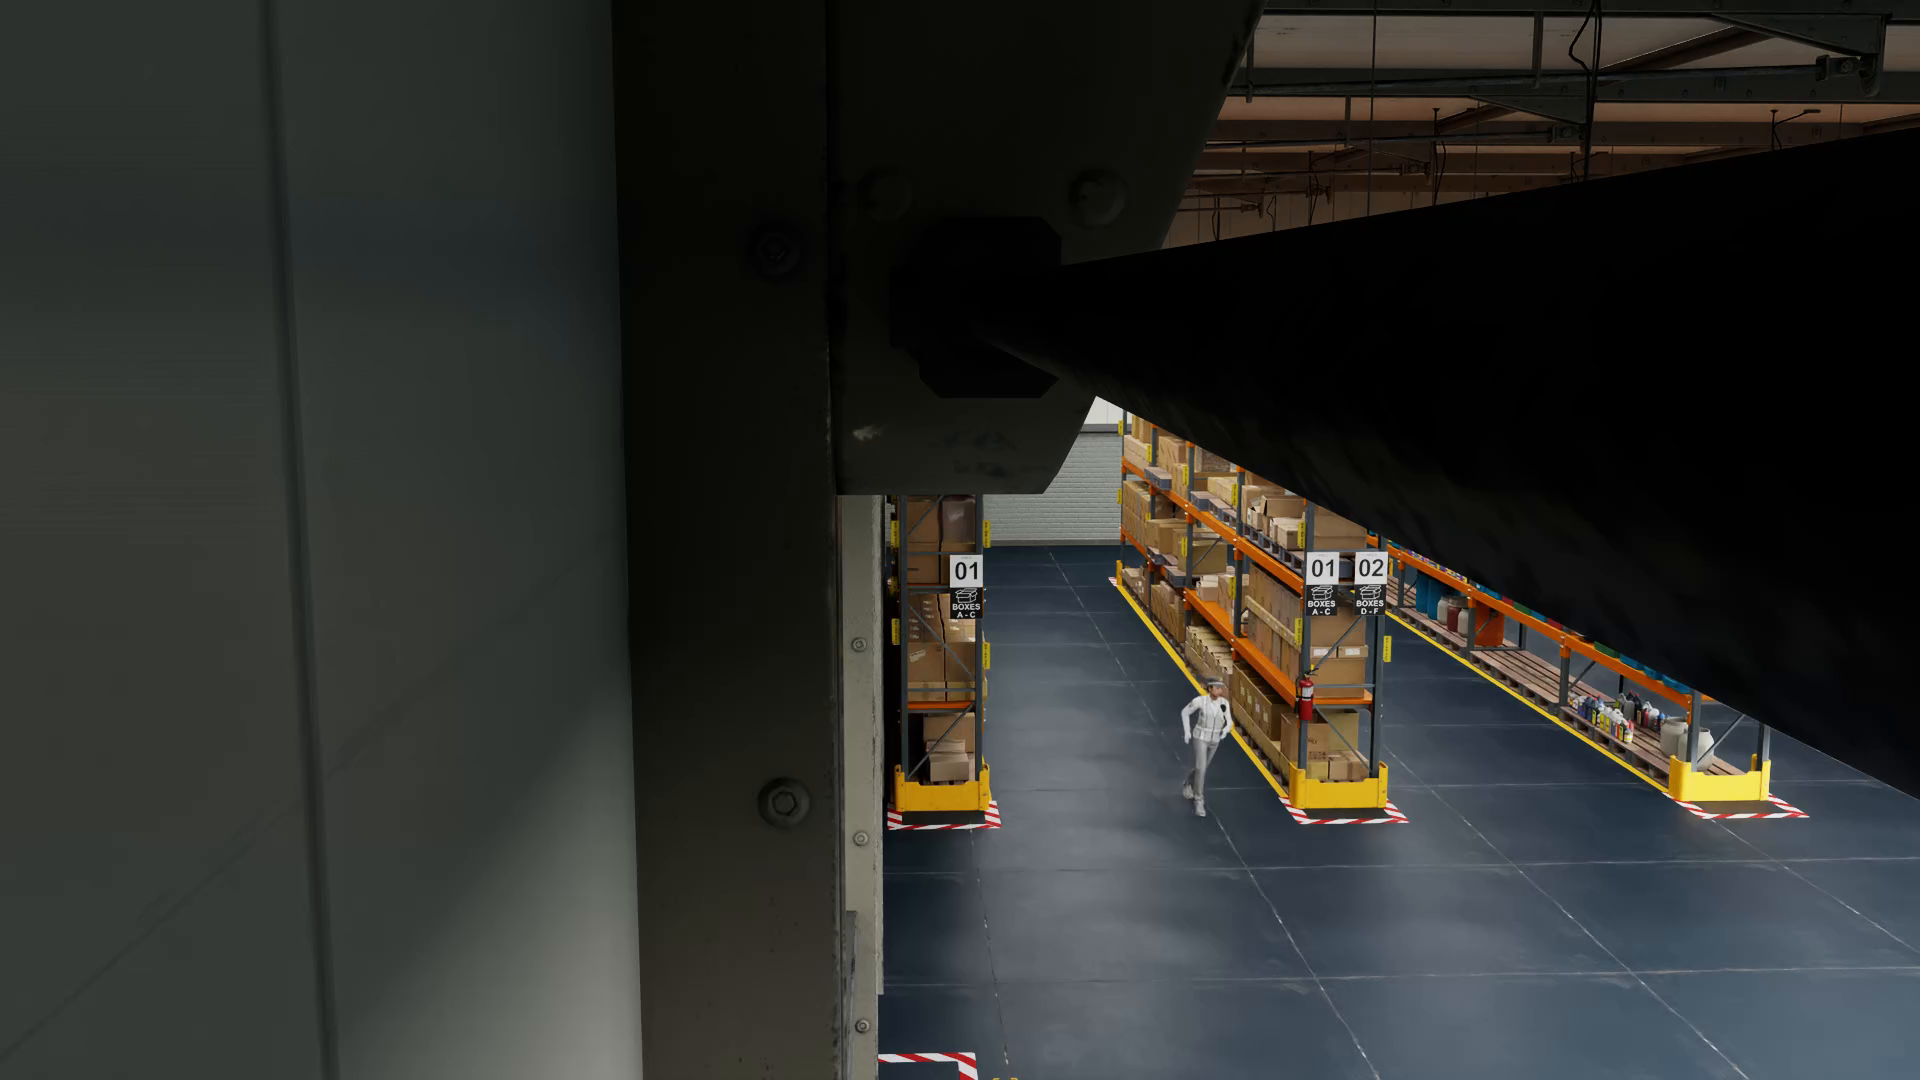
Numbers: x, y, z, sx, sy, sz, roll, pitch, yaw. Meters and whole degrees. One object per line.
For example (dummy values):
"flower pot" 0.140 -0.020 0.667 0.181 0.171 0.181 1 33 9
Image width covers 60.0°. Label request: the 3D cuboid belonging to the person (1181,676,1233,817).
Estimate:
"person" 3.031 2.463 20.495 0.629 1.625 0.961 -3 9 -19
